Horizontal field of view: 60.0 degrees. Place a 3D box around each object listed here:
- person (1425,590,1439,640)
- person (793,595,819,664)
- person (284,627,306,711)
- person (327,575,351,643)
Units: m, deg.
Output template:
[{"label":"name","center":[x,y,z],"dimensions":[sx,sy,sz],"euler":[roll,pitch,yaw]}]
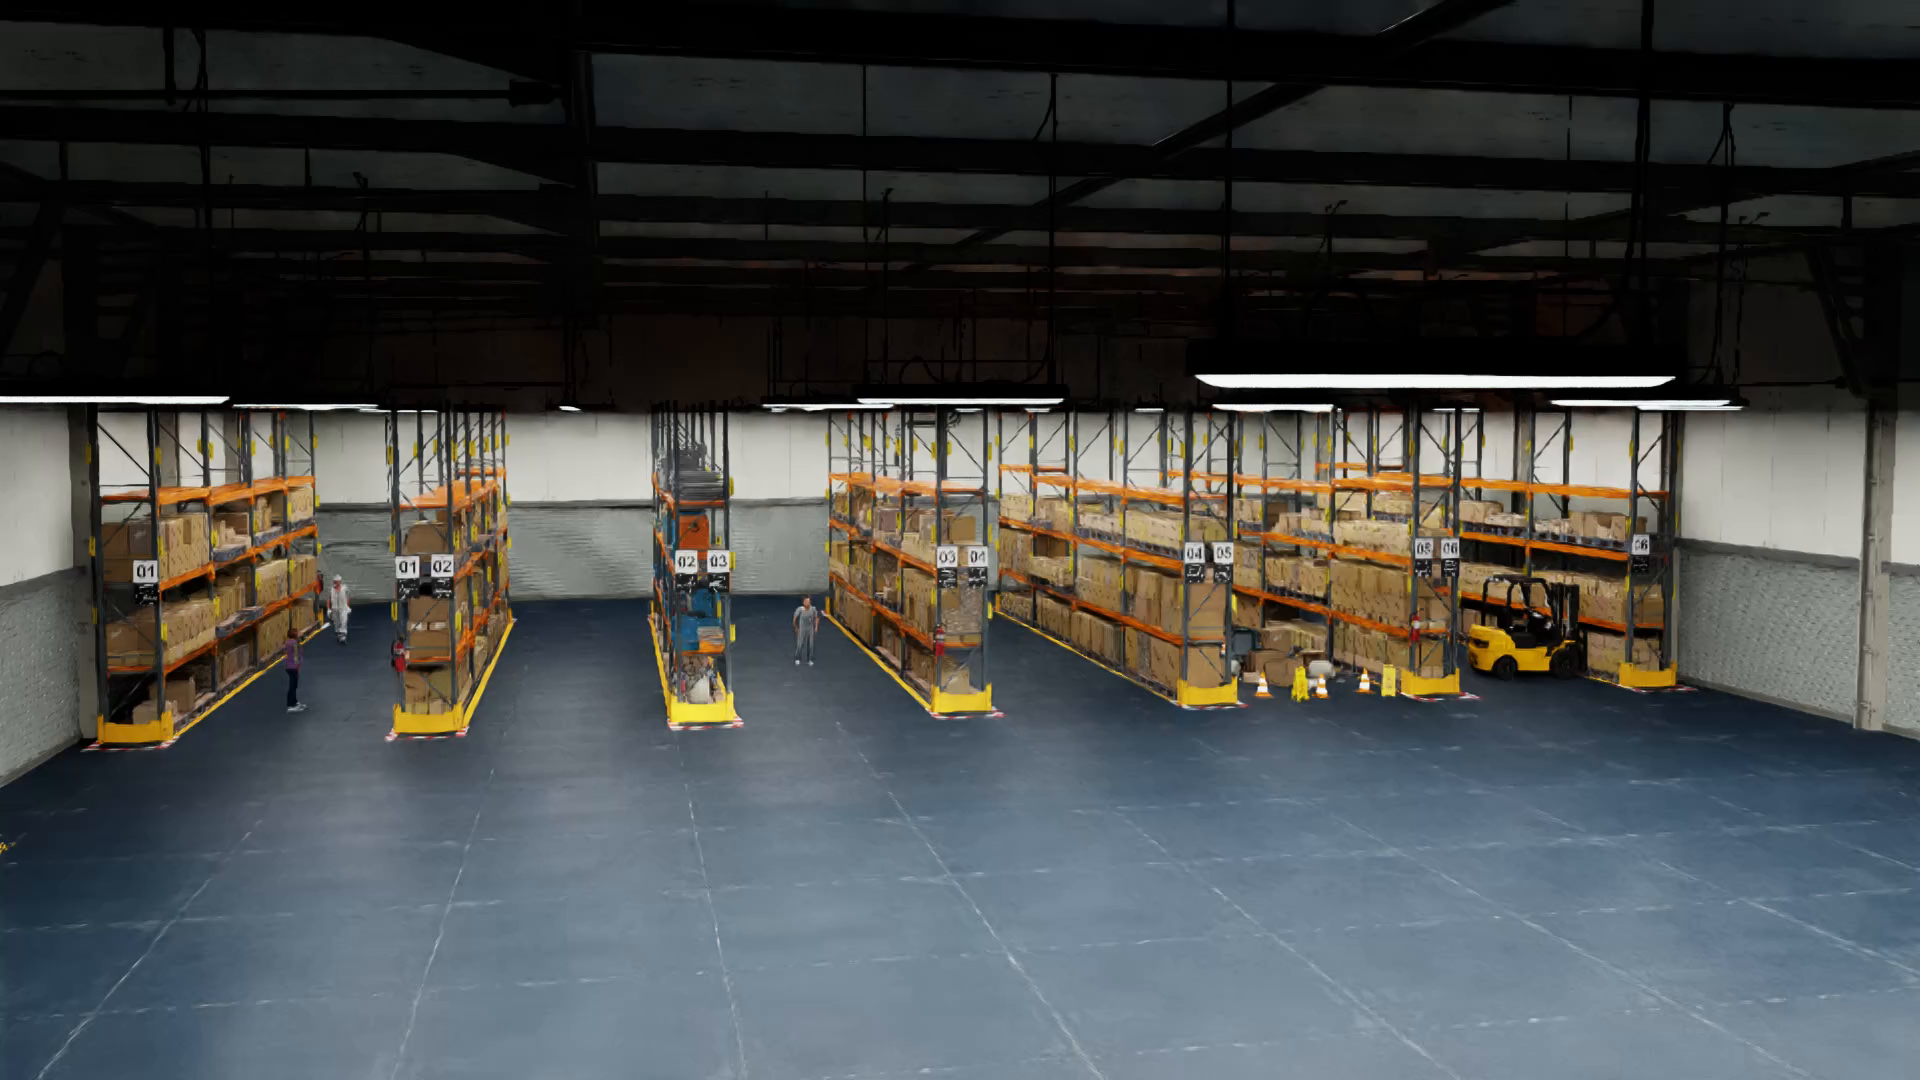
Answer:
[{"label":"person","center":[10.648,1.972,37.789],"dimensions":[0.548,1.782,0.636],"euler":[1,5,19]},{"label":"person","center":[-3.526,2.055,38.048],"dimensions":[0.580,1.618,0.506],"euler":[-1,4,-14]},{"label":"person","center":[-12.877,2.487,32.197],"dimensions":[0.409,1.600,0.464],"euler":[-4,6,-40]},{"label":"person","center":[-15.563,1.713,41.635],"dimensions":[0.557,1.702,1.114],"euler":[-1,4,-13]}]
